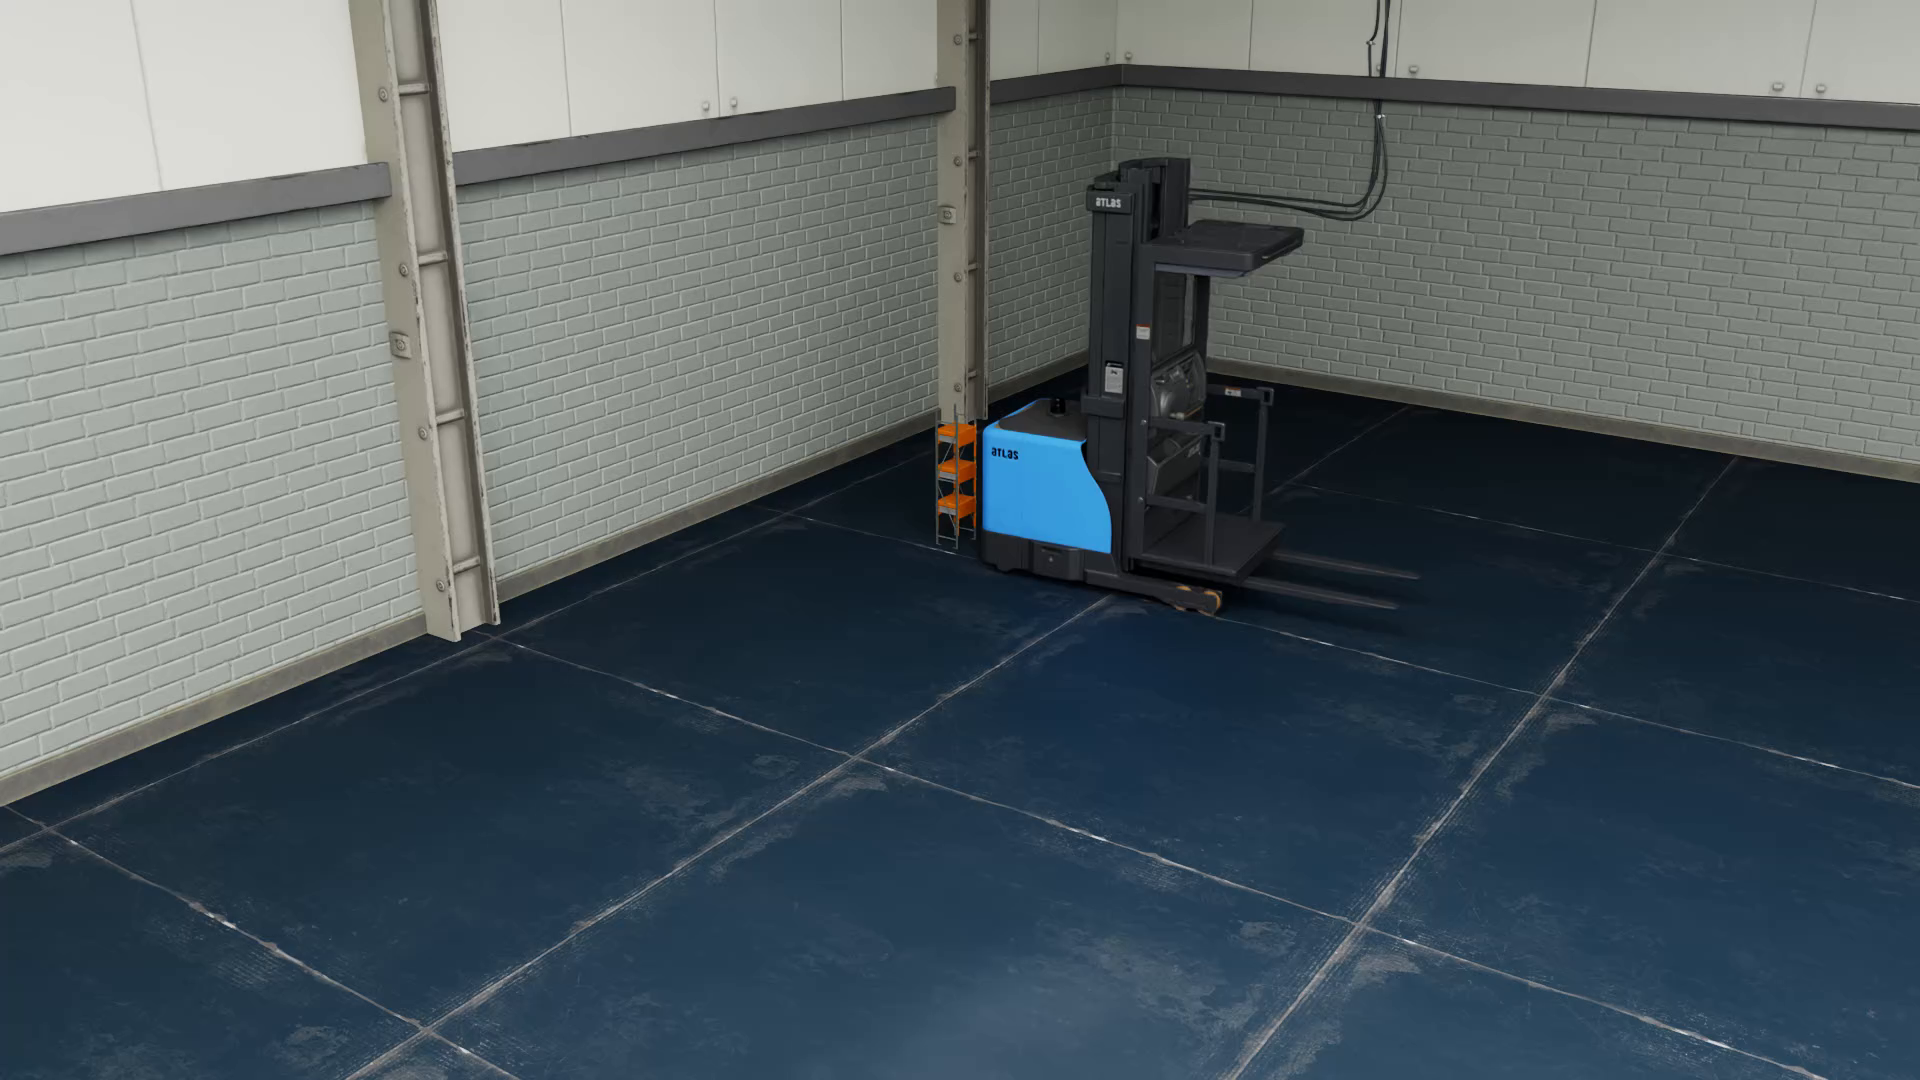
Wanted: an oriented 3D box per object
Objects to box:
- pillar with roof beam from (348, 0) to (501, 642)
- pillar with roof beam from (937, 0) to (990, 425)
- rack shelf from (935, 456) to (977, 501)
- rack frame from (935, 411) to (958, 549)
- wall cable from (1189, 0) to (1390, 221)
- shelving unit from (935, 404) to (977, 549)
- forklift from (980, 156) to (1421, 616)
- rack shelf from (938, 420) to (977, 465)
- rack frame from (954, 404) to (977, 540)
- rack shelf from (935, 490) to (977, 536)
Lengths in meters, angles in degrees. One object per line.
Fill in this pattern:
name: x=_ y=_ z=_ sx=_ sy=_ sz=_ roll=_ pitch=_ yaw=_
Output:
pillar with roof beam: x=0.219 y=-2.795 z=7.350 sx=9.100 sy=9.000 sz=0.400 roll=13 pitch=24 yaw=32
pillar with roof beam: x=3.592 y=-4.517 z=12.004 sx=9.100 sy=9.000 sz=0.400 roll=13 pitch=24 yaw=32
rack shelf: x=-0.030 y=-0.467 z=12.545 sx=0.215 sy=0.259 sz=0.240 roll=13 pitch=24 yaw=32
rack frame: x=-0.099 y=-0.442 z=12.447 sx=0.200 sy=1.050 sz=0.008 roll=13 pitch=24 yaw=32
wall cable: x=2.781 y=-4.487 z=16.401 sx=3.097 sy=2.526 sz=0.112 roll=13 pitch=24 yaw=32
shelving unit: x=-0.030 y=-0.477 z=12.541 sx=0.215 sy=1.050 sz=0.252 roll=13 pitch=24 yaw=32
forklift: x=1.690 y=-1.069 z=11.430 sx=3.031 sy=2.935 sz=1.130 roll=11 pitch=23 yaw=27
rack shelf: x=-0.030 y=-0.733 z=12.446 sx=0.215 sy=0.259 sz=0.240 roll=13 pitch=24 yaw=32
rack frame: x=0.039 y=-0.512 z=12.636 sx=0.200 sy=1.050 sz=0.008 roll=13 pitch=24 yaw=32
rack shelf: x=-0.030 y=-0.206 z=12.641 sx=0.215 sy=0.259 sz=0.240 roll=13 pitch=24 yaw=32
